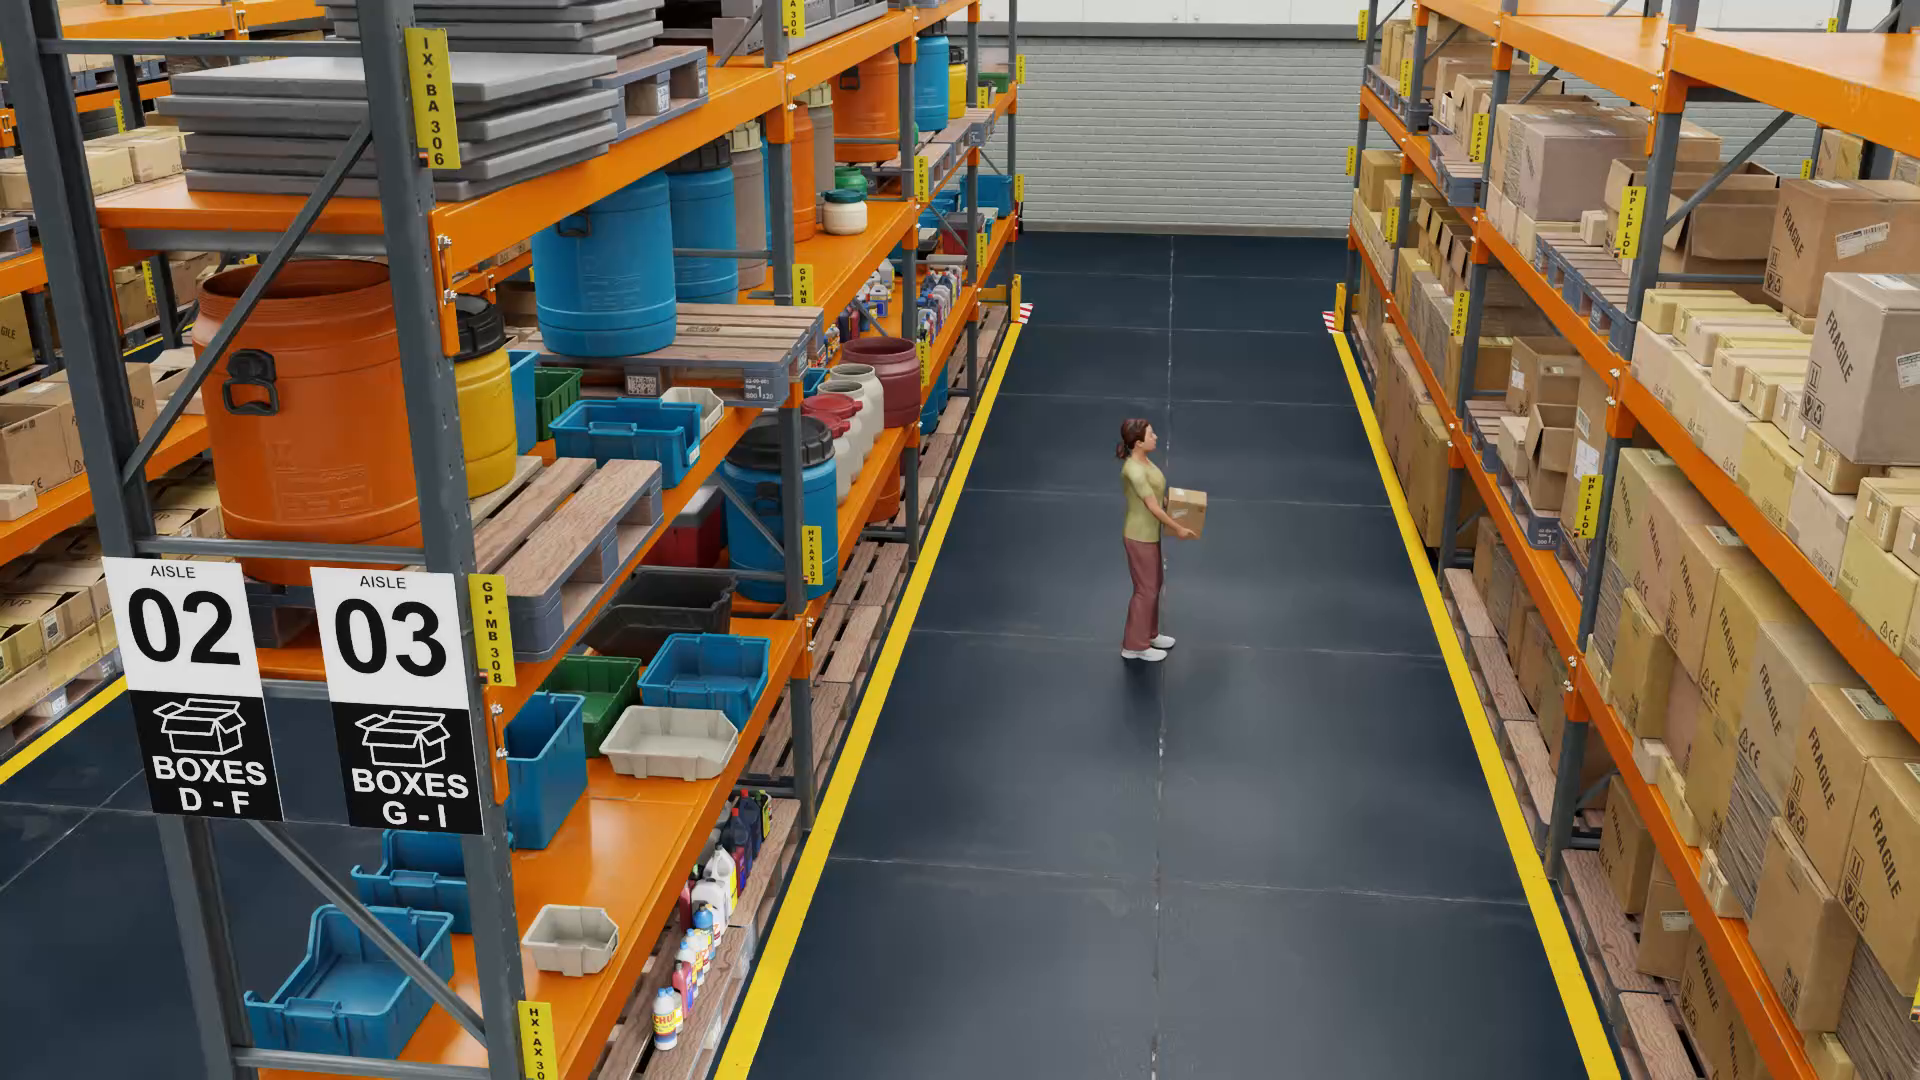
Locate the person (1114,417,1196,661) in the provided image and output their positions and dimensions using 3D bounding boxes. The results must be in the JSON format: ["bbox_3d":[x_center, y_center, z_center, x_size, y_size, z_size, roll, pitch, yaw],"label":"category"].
[{"bbox_3d":[1.294,-0.015,11.139,0.561,1.662,0.426,3,21,7],"label":"person"}]
